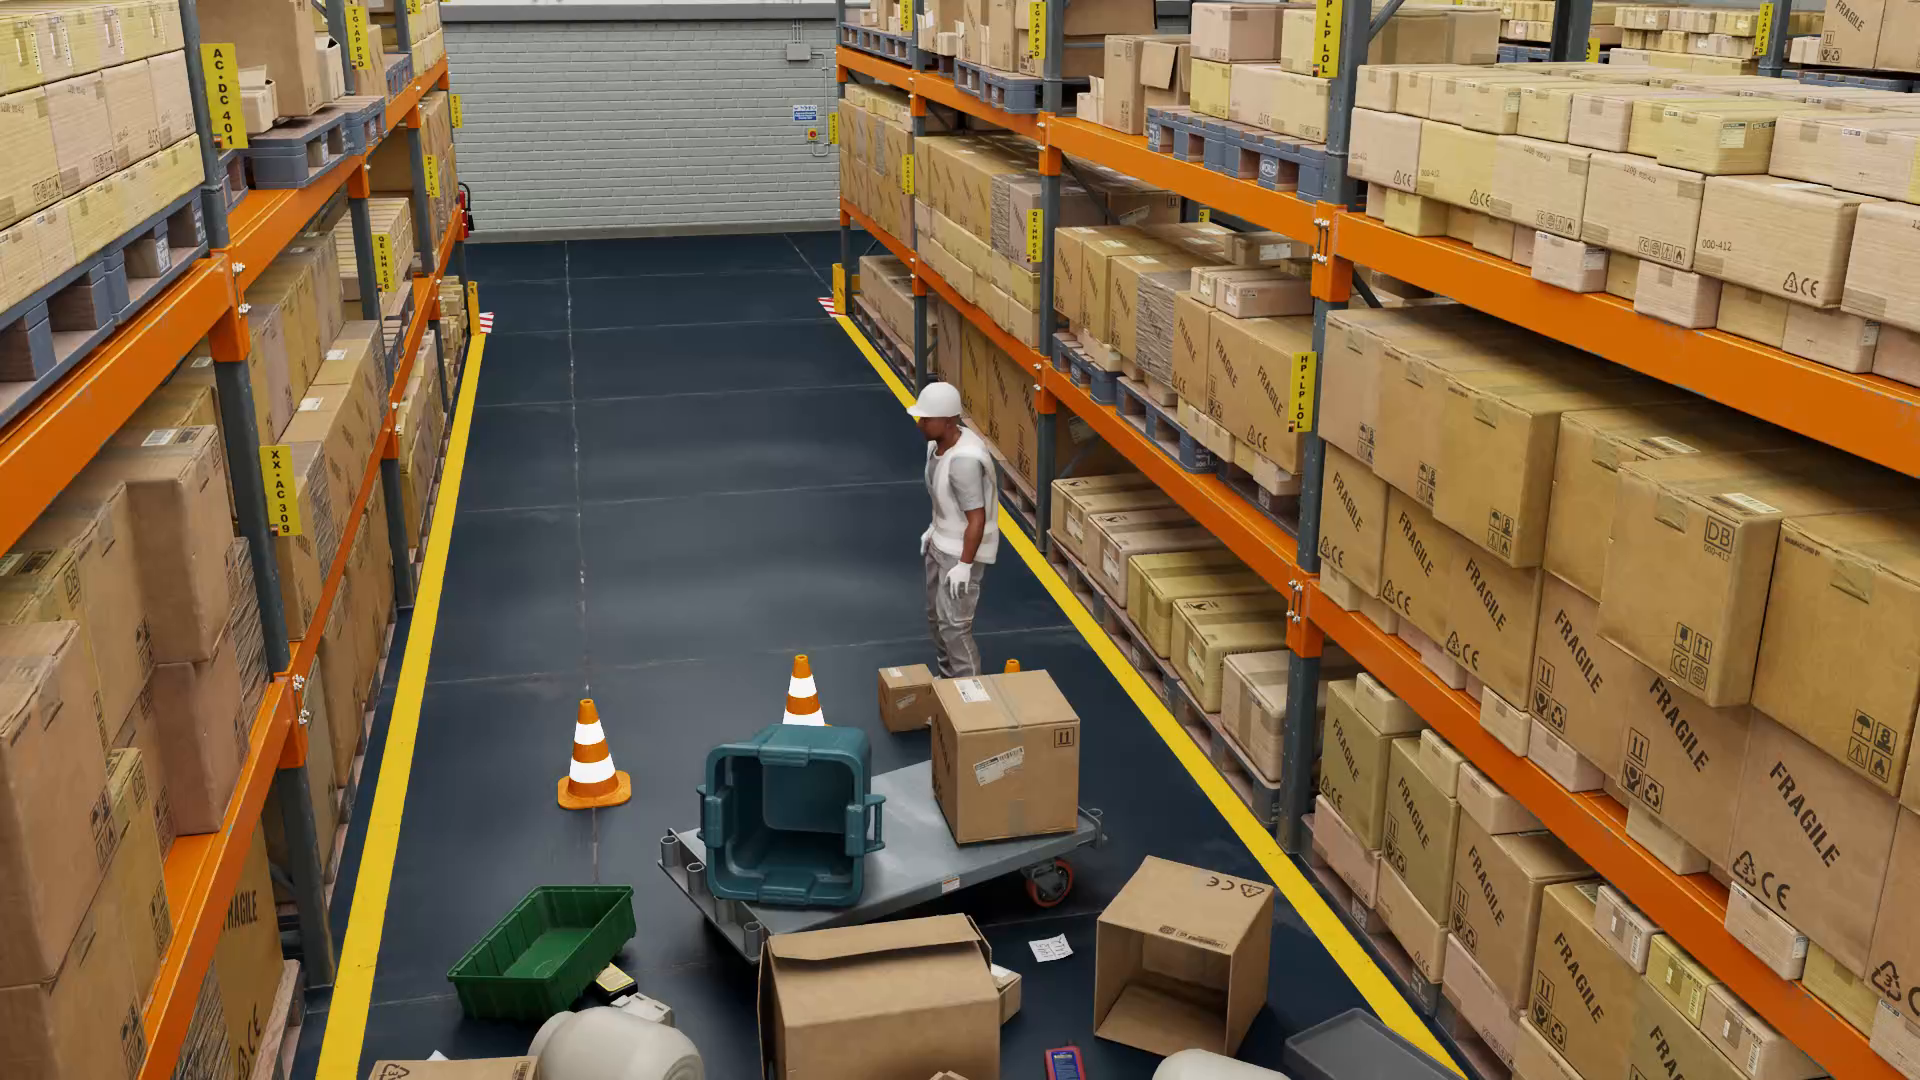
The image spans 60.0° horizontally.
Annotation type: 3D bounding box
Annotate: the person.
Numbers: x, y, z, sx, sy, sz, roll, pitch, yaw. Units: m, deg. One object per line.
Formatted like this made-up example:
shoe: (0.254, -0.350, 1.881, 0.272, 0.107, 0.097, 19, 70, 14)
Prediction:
person: (-0.047, 0.060, 8.382, 0.447, 1.774, 0.616, -6, 20, -16)
